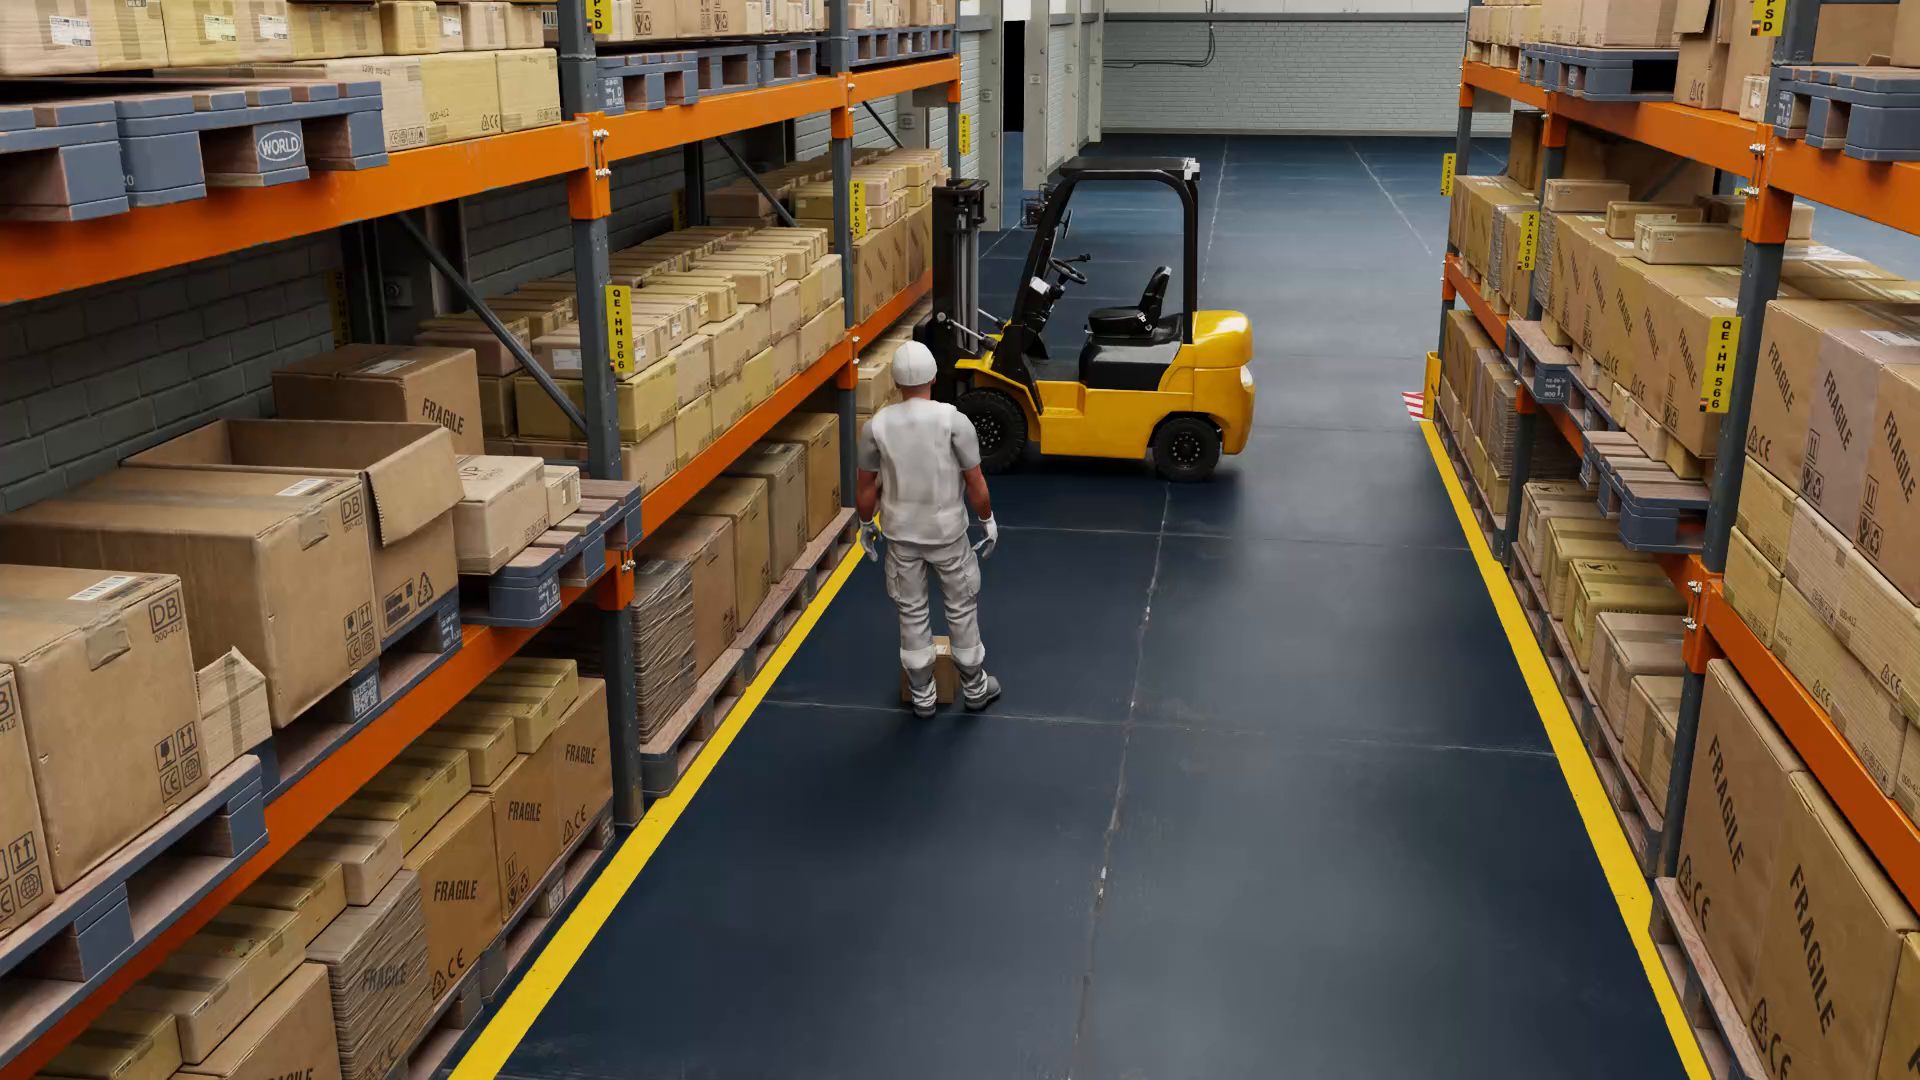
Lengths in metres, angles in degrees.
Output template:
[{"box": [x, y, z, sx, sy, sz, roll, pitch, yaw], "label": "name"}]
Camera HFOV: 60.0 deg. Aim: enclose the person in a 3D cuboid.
[{"box": [-0.139, -0.056, 7.658, 0.638, 1.790, 0.561, 3, 18, 9], "label": "person"}]
